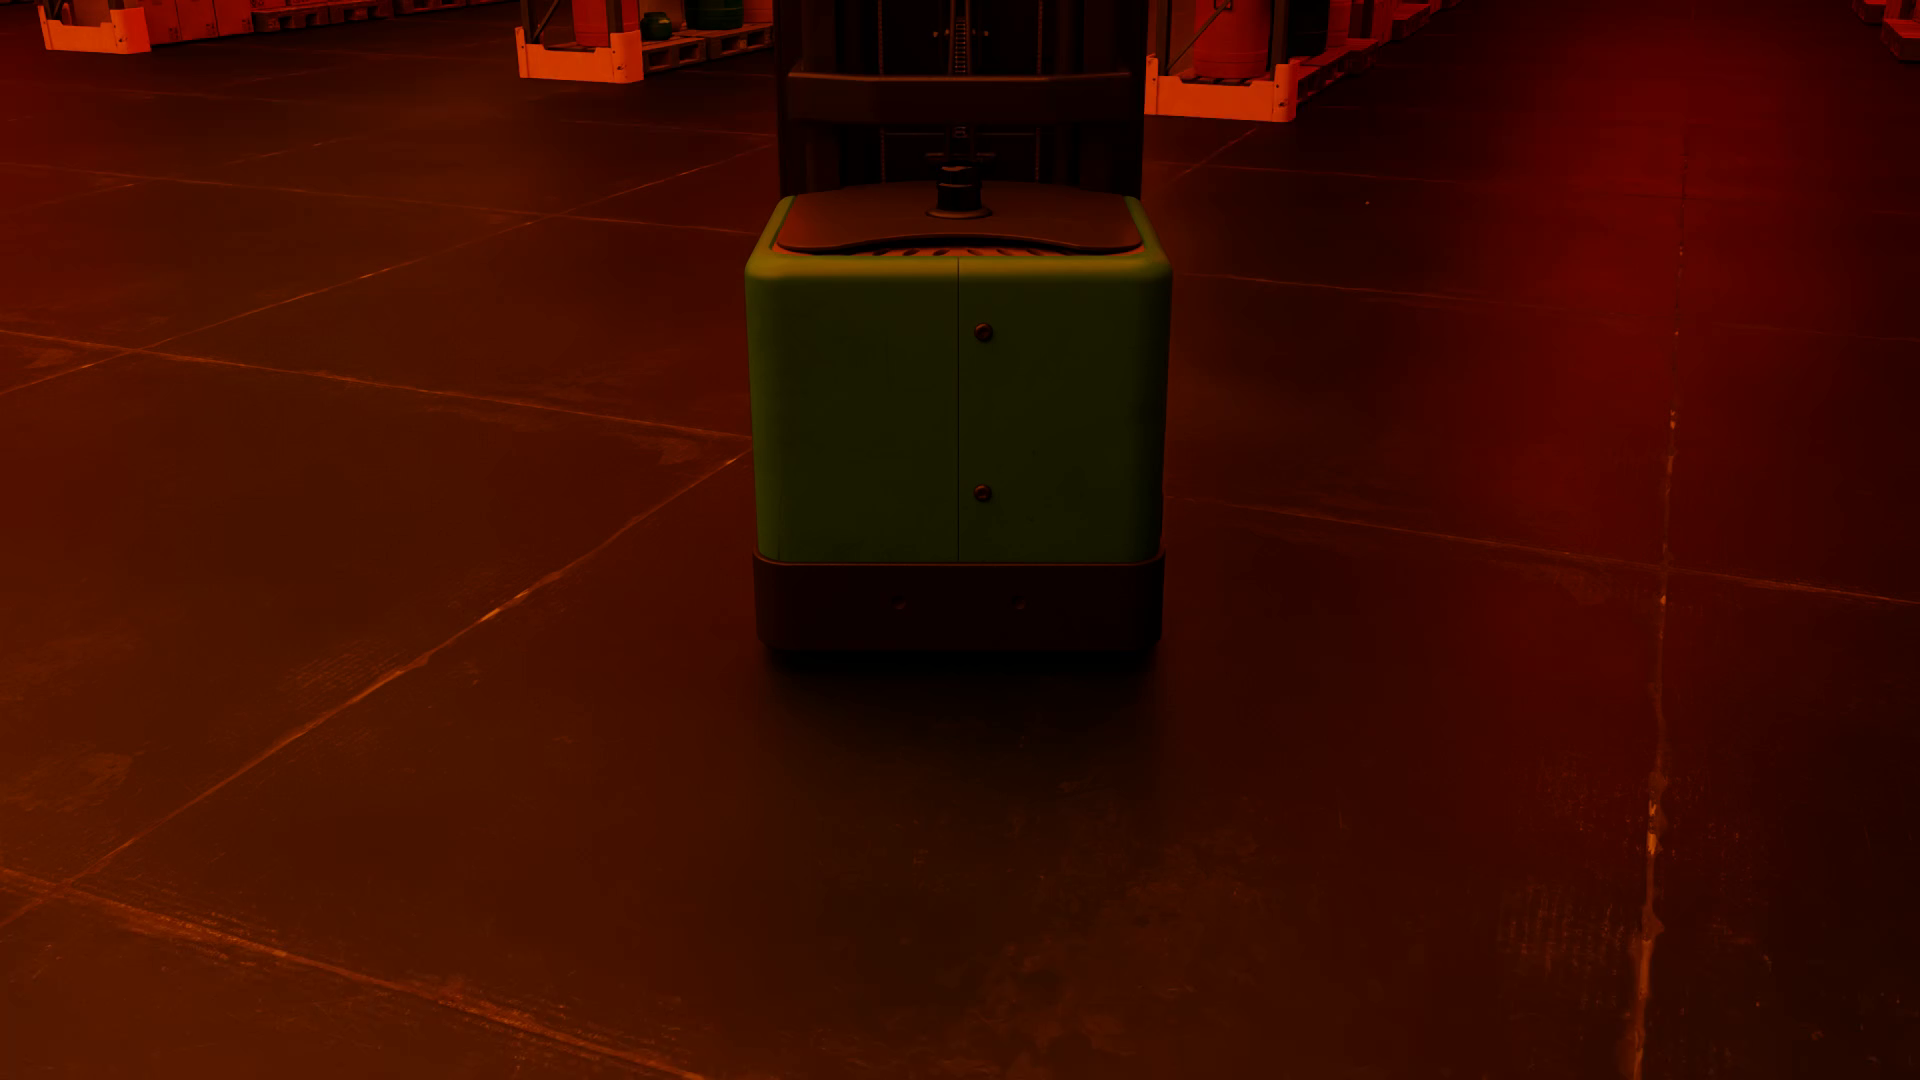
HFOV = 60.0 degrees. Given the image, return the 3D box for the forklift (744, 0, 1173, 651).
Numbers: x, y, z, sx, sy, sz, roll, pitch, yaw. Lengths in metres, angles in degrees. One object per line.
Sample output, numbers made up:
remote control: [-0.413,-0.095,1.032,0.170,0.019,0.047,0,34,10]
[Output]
forklift: [0.002,-1.587,5.089,1.130,2.935,3.031,0,23,0]
